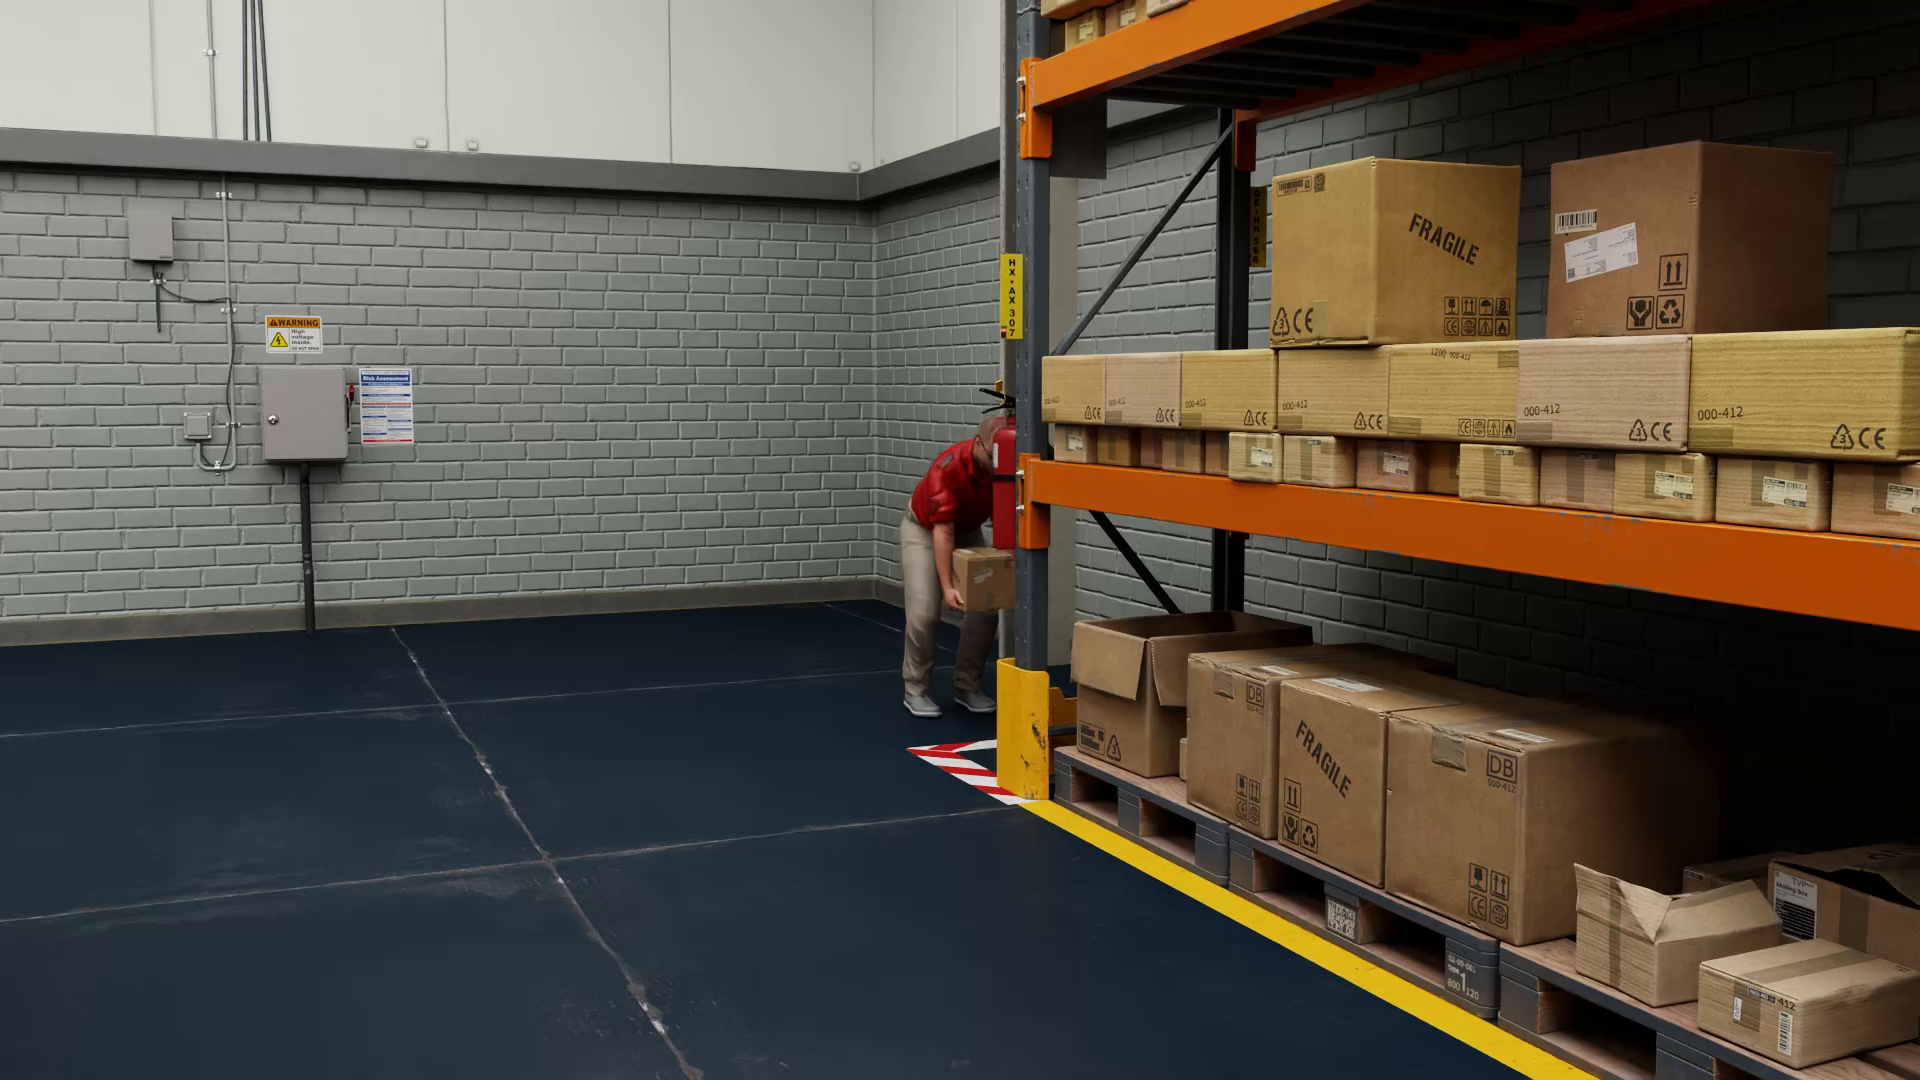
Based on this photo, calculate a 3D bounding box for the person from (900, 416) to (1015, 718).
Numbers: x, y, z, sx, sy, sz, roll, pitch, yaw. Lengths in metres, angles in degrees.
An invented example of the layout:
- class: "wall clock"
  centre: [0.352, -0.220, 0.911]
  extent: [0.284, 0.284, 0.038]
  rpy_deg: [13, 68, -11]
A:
- class: "person"
  centre: [0.017, 0.132, 7.946]
  extent: [0.488, 1.455, 0.816]
  rpy_deg: [-3, 6, -25]
